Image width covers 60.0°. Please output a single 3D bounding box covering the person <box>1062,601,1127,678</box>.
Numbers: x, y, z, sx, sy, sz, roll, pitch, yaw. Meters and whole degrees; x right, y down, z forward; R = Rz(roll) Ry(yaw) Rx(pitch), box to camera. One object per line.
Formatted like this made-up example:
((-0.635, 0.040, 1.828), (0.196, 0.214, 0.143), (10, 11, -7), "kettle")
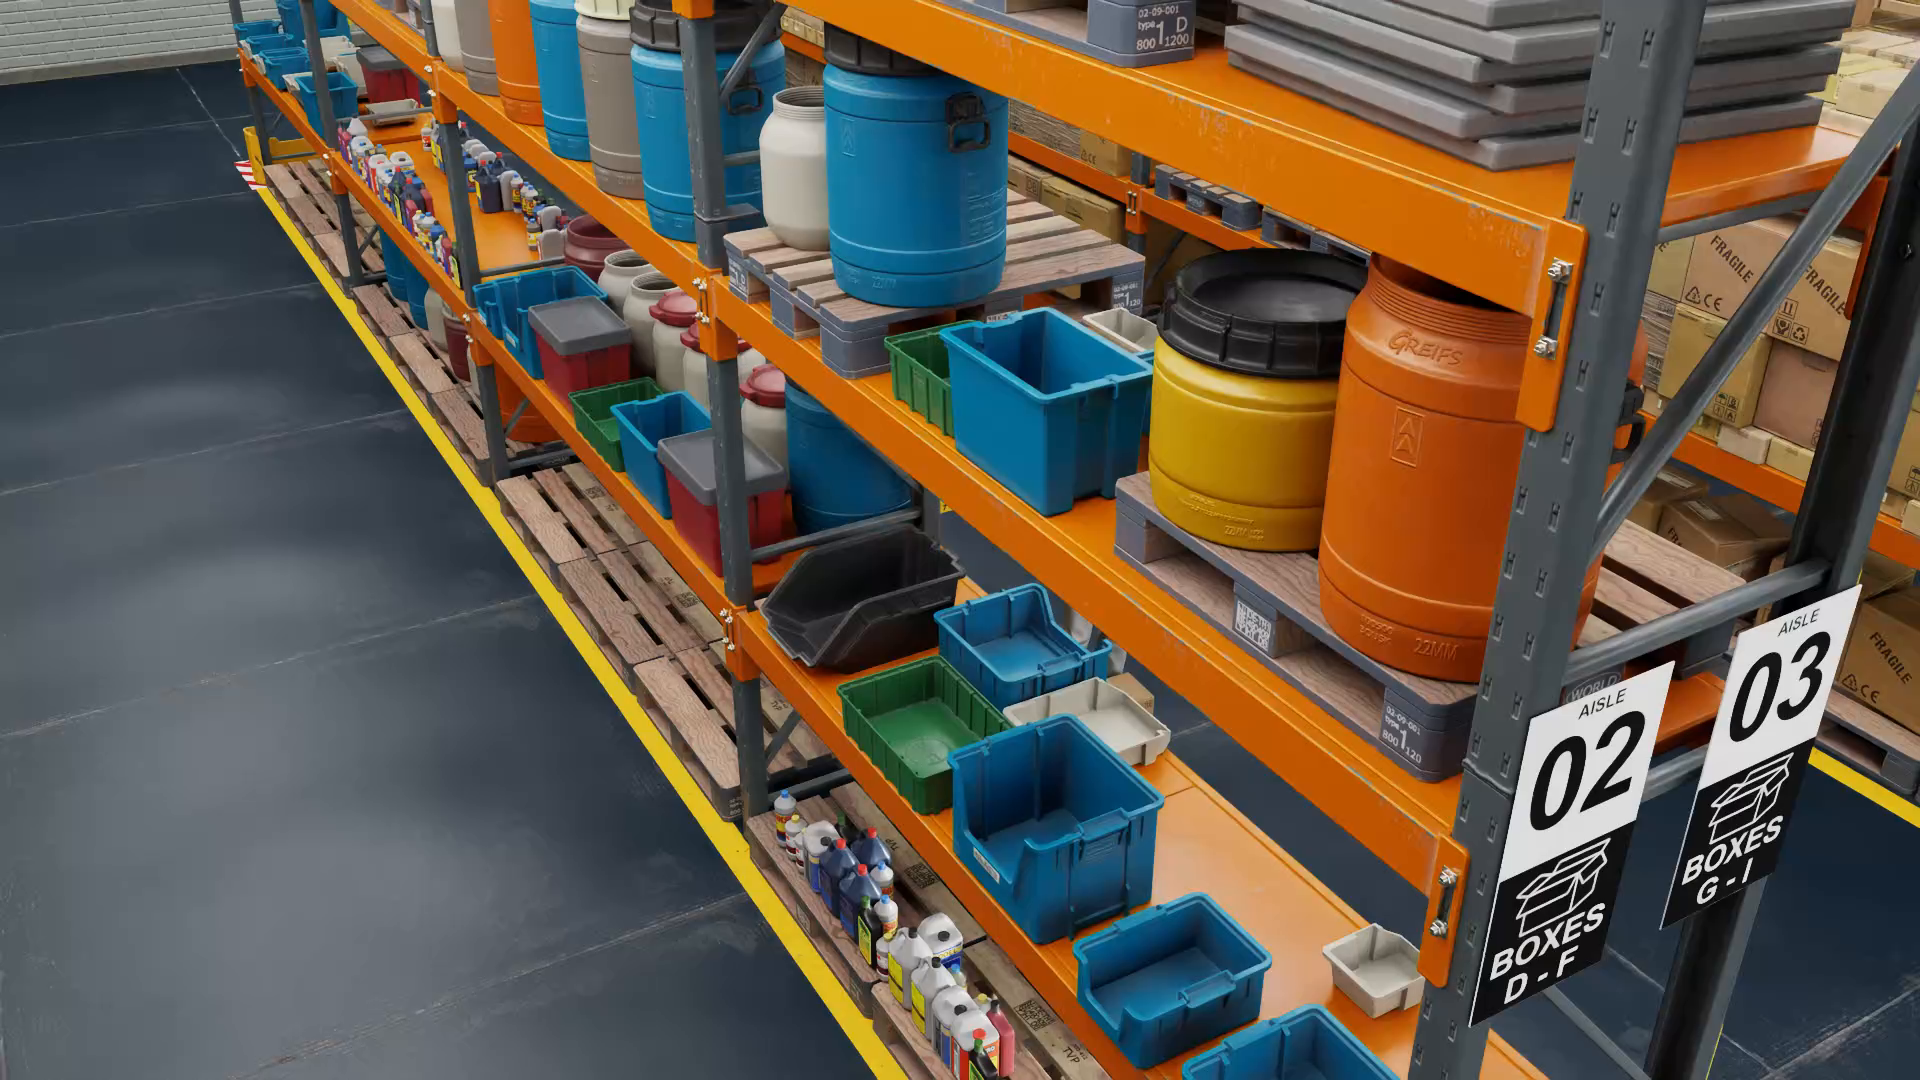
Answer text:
((0.701, 0.139, 8.308), (0.514, 1.672, 0.360), (-15, 32, -25), "person")
